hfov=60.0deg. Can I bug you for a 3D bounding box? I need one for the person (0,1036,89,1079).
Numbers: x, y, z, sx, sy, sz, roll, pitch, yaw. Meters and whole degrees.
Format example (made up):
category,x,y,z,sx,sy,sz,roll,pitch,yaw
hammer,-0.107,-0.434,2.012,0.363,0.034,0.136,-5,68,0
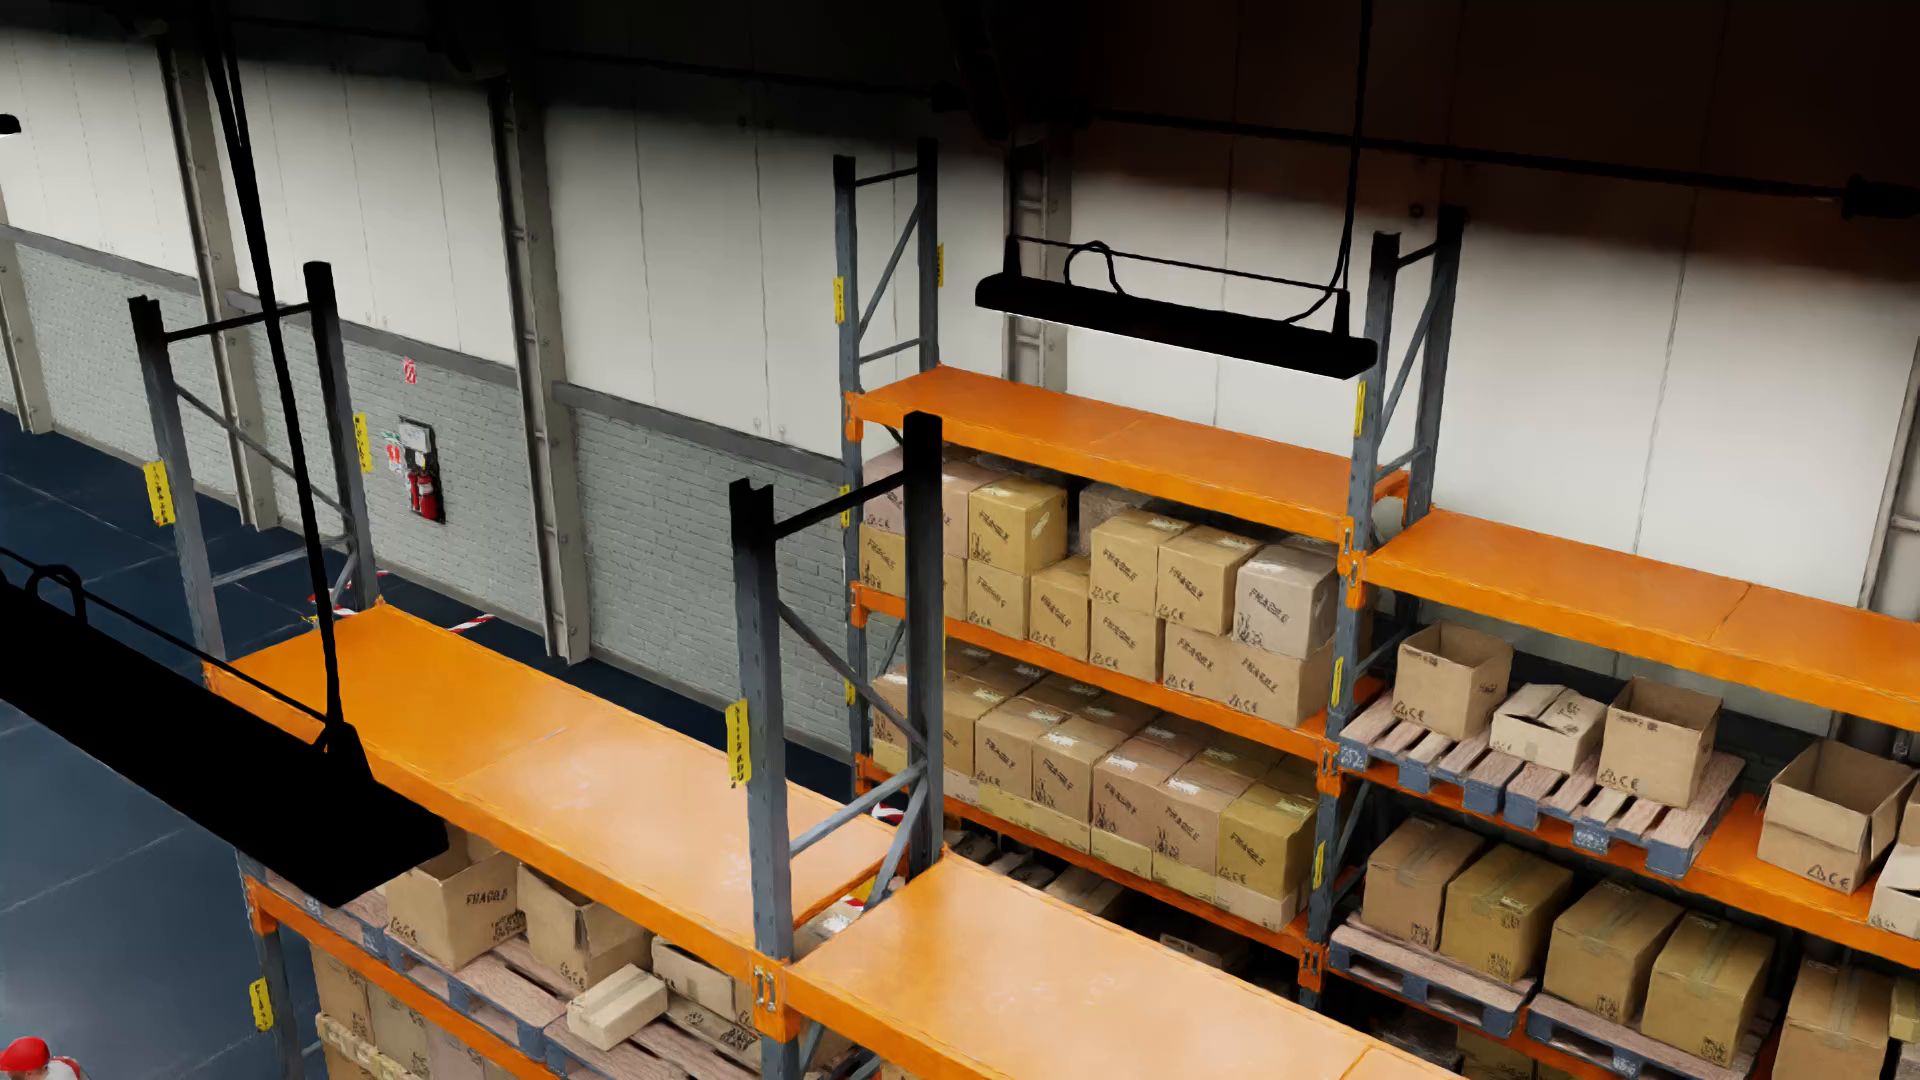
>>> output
category,x,y,z,sx,sy,sz,roll,pitch,yaw
person,-5.142,3.606,9.735,0.575,1.776,0.583,1,23,3
